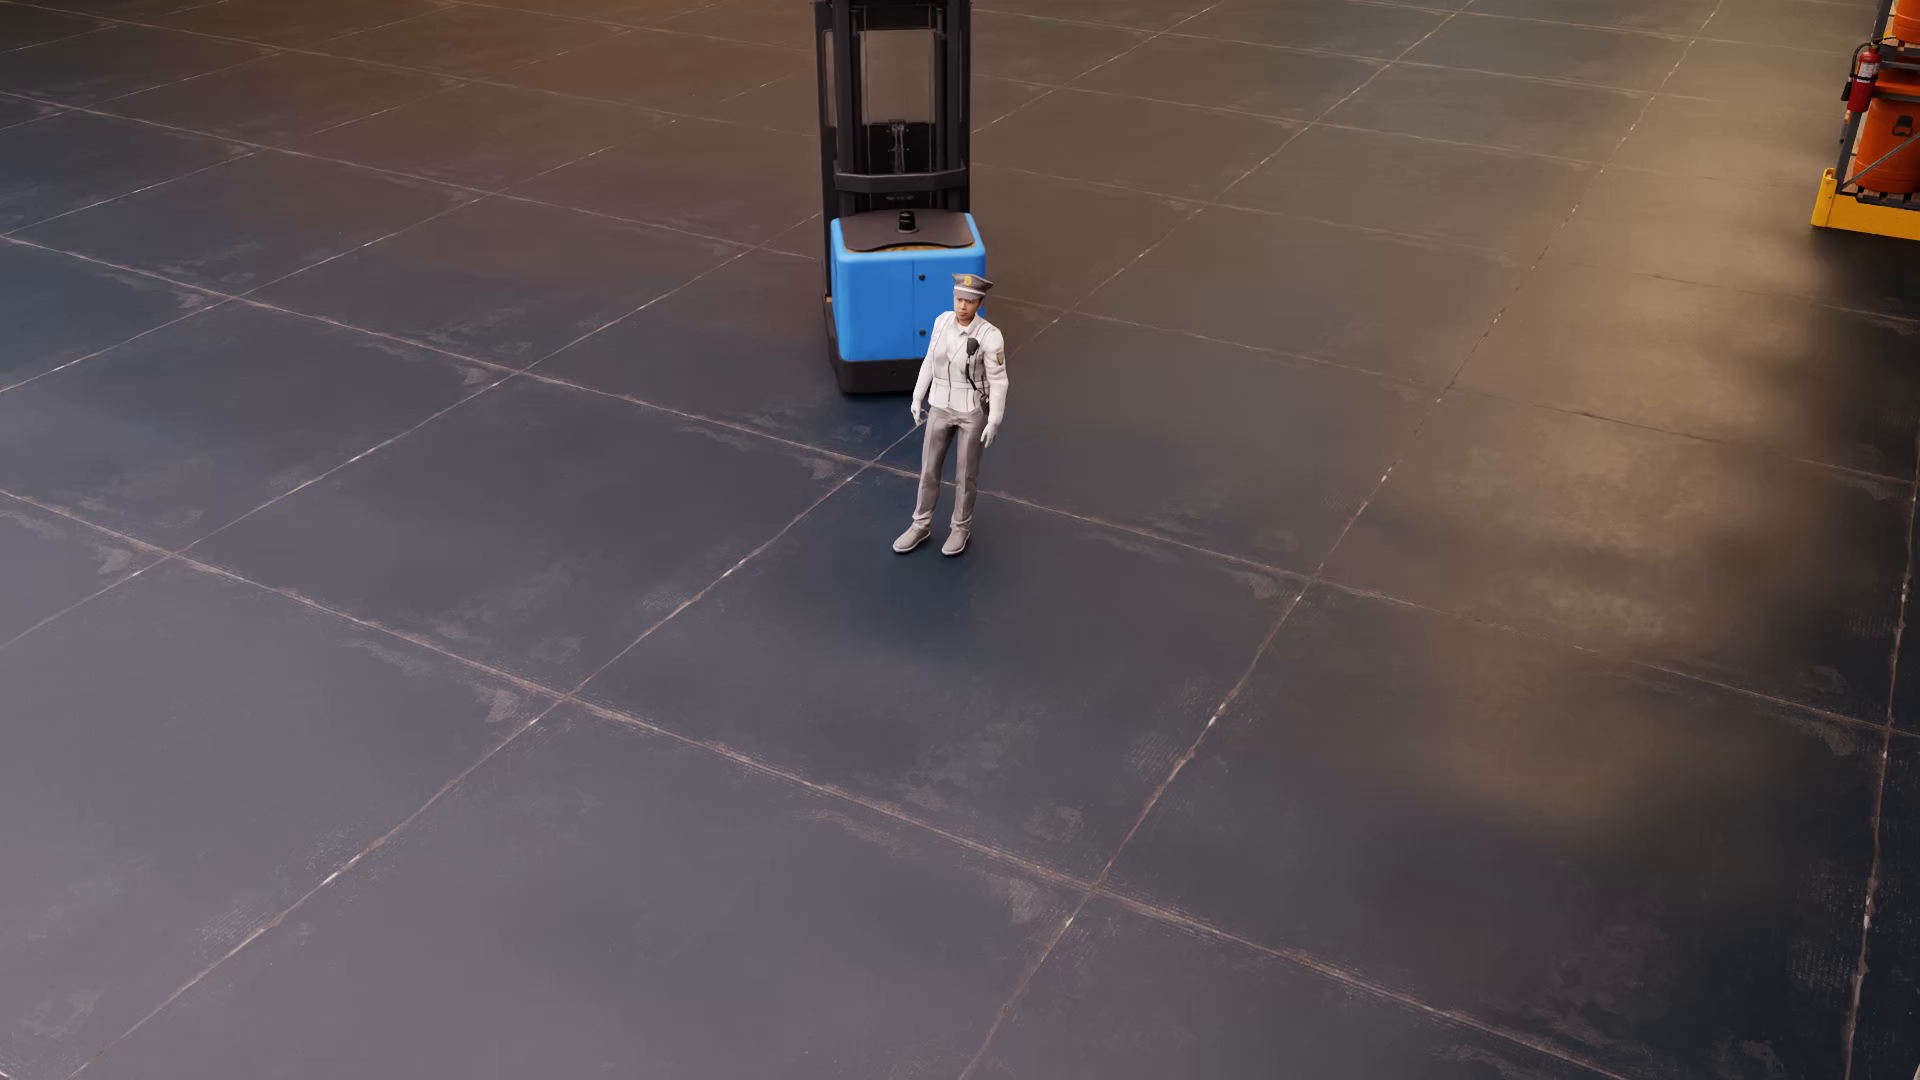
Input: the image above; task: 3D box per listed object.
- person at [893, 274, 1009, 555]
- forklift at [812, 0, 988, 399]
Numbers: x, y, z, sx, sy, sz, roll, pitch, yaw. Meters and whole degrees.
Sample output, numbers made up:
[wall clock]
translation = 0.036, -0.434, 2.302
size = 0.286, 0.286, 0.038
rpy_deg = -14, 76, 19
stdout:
[person]
translation = -0.038, -0.713, 9.528
size = 0.587, 1.696, 0.533
rpy_deg = 15, 33, 25
[forklift]
translation = -0.489, -2.962, 12.202
size = 1.130, 2.935, 3.031
rpy_deg = -4, 30, -6
